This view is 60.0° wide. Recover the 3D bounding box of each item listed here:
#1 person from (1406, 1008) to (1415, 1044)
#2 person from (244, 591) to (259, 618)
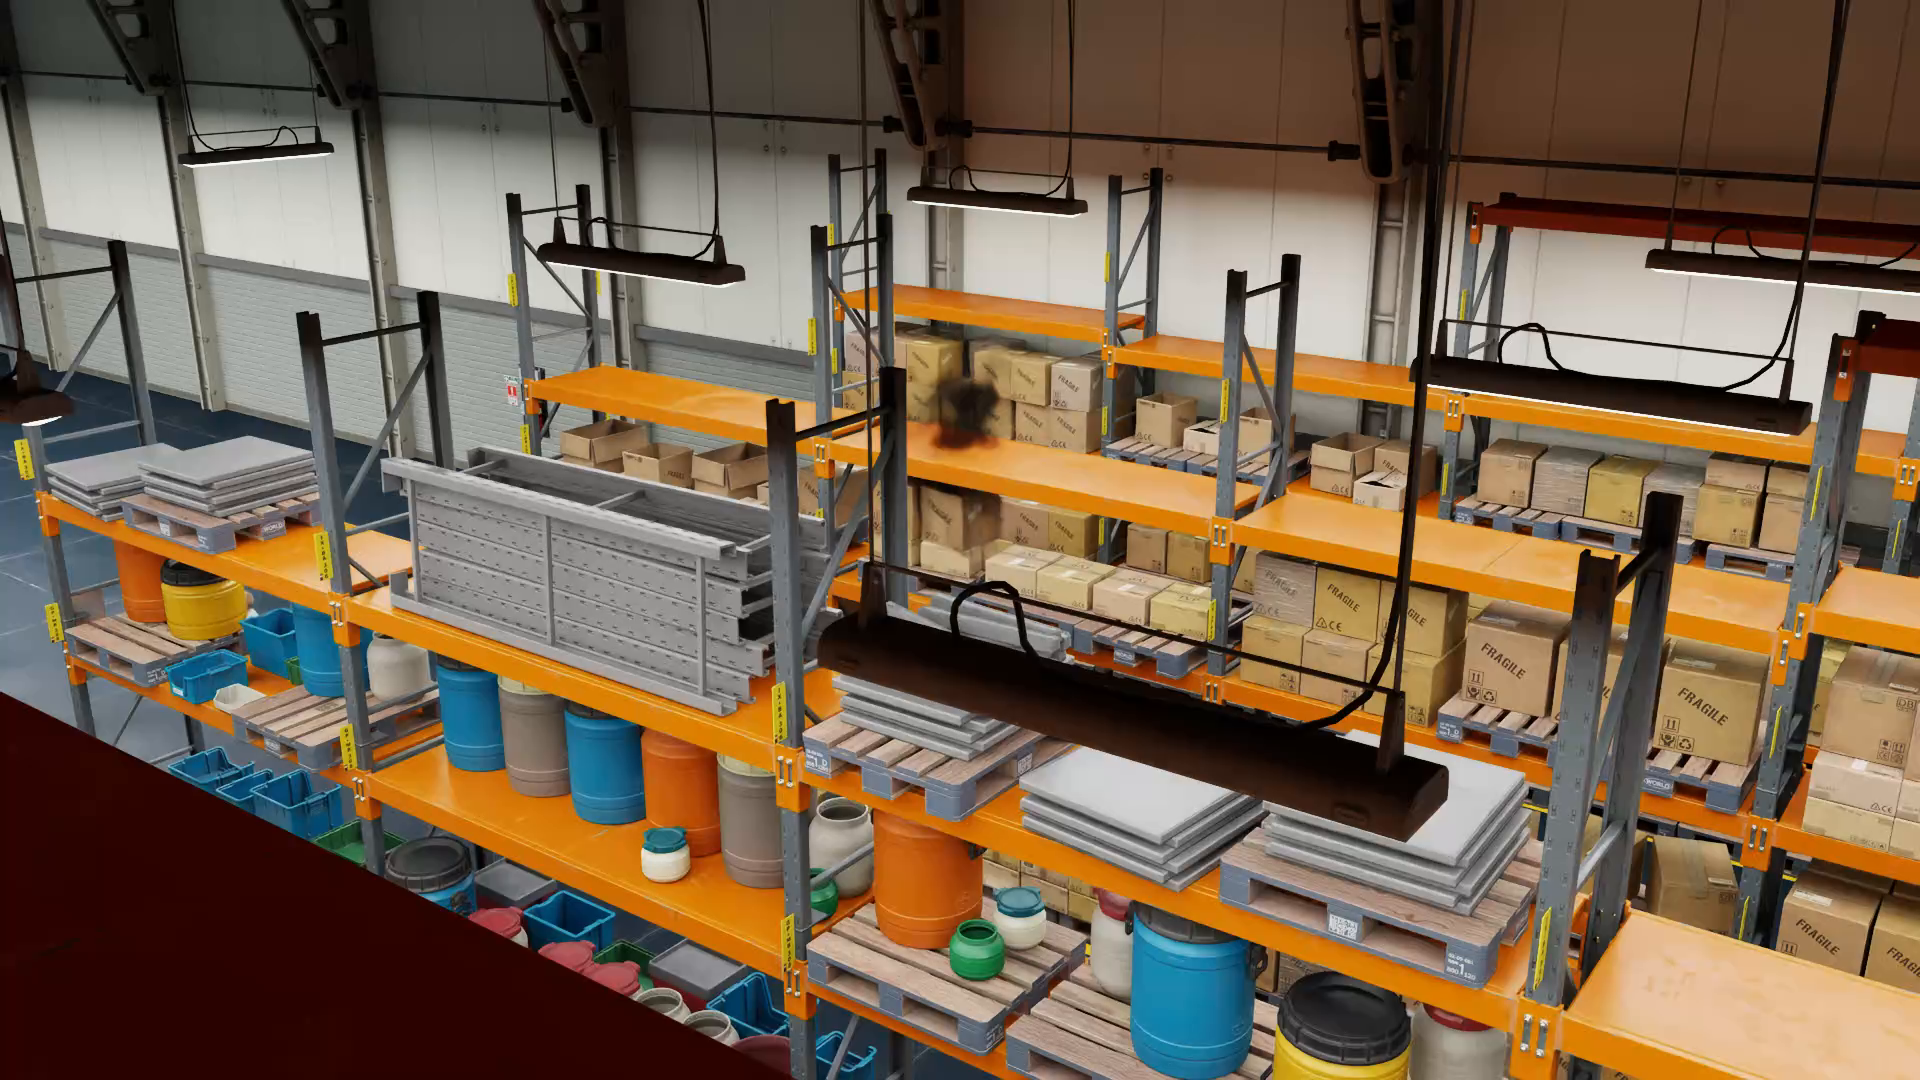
[{"bbox_3d":[2.931,3.870,10.966,0.609,1.678,0.576,12,22,32],"label":"person"},{"bbox_3d":[-7.716,1.403,18.288,0.685,1.668,0.756,-9,20,-24],"label":"person"}]
